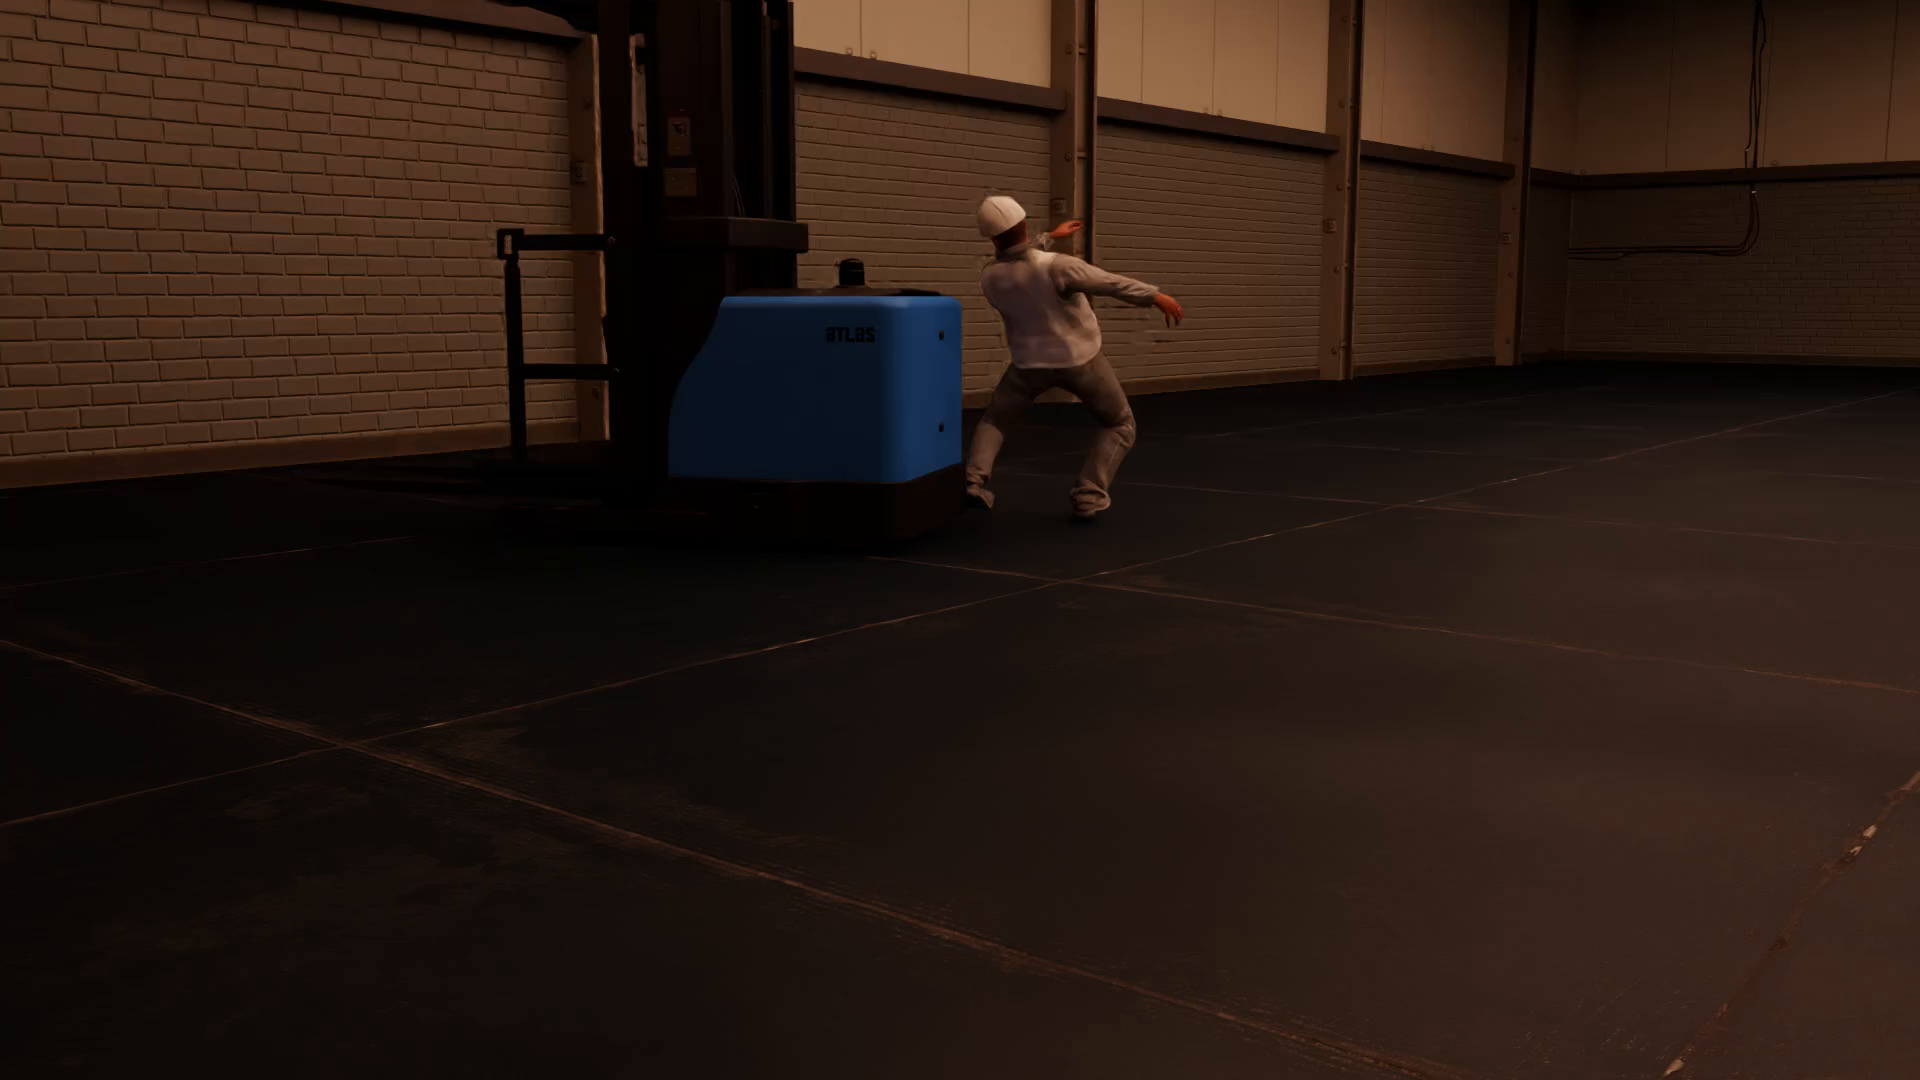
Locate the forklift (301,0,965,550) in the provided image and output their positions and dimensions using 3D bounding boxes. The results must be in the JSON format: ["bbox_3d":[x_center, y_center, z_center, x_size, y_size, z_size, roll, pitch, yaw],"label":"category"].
[{"bbox_3d":[-1.552,-1.504,7.558,3.031,2.935,1.130,2,9,15],"label":"forklift"}]

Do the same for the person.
[{"bbox_3d":[0.541,-0.862,7.922,1.017,1.511,0.737,2,9,16],"label":"person"}]
